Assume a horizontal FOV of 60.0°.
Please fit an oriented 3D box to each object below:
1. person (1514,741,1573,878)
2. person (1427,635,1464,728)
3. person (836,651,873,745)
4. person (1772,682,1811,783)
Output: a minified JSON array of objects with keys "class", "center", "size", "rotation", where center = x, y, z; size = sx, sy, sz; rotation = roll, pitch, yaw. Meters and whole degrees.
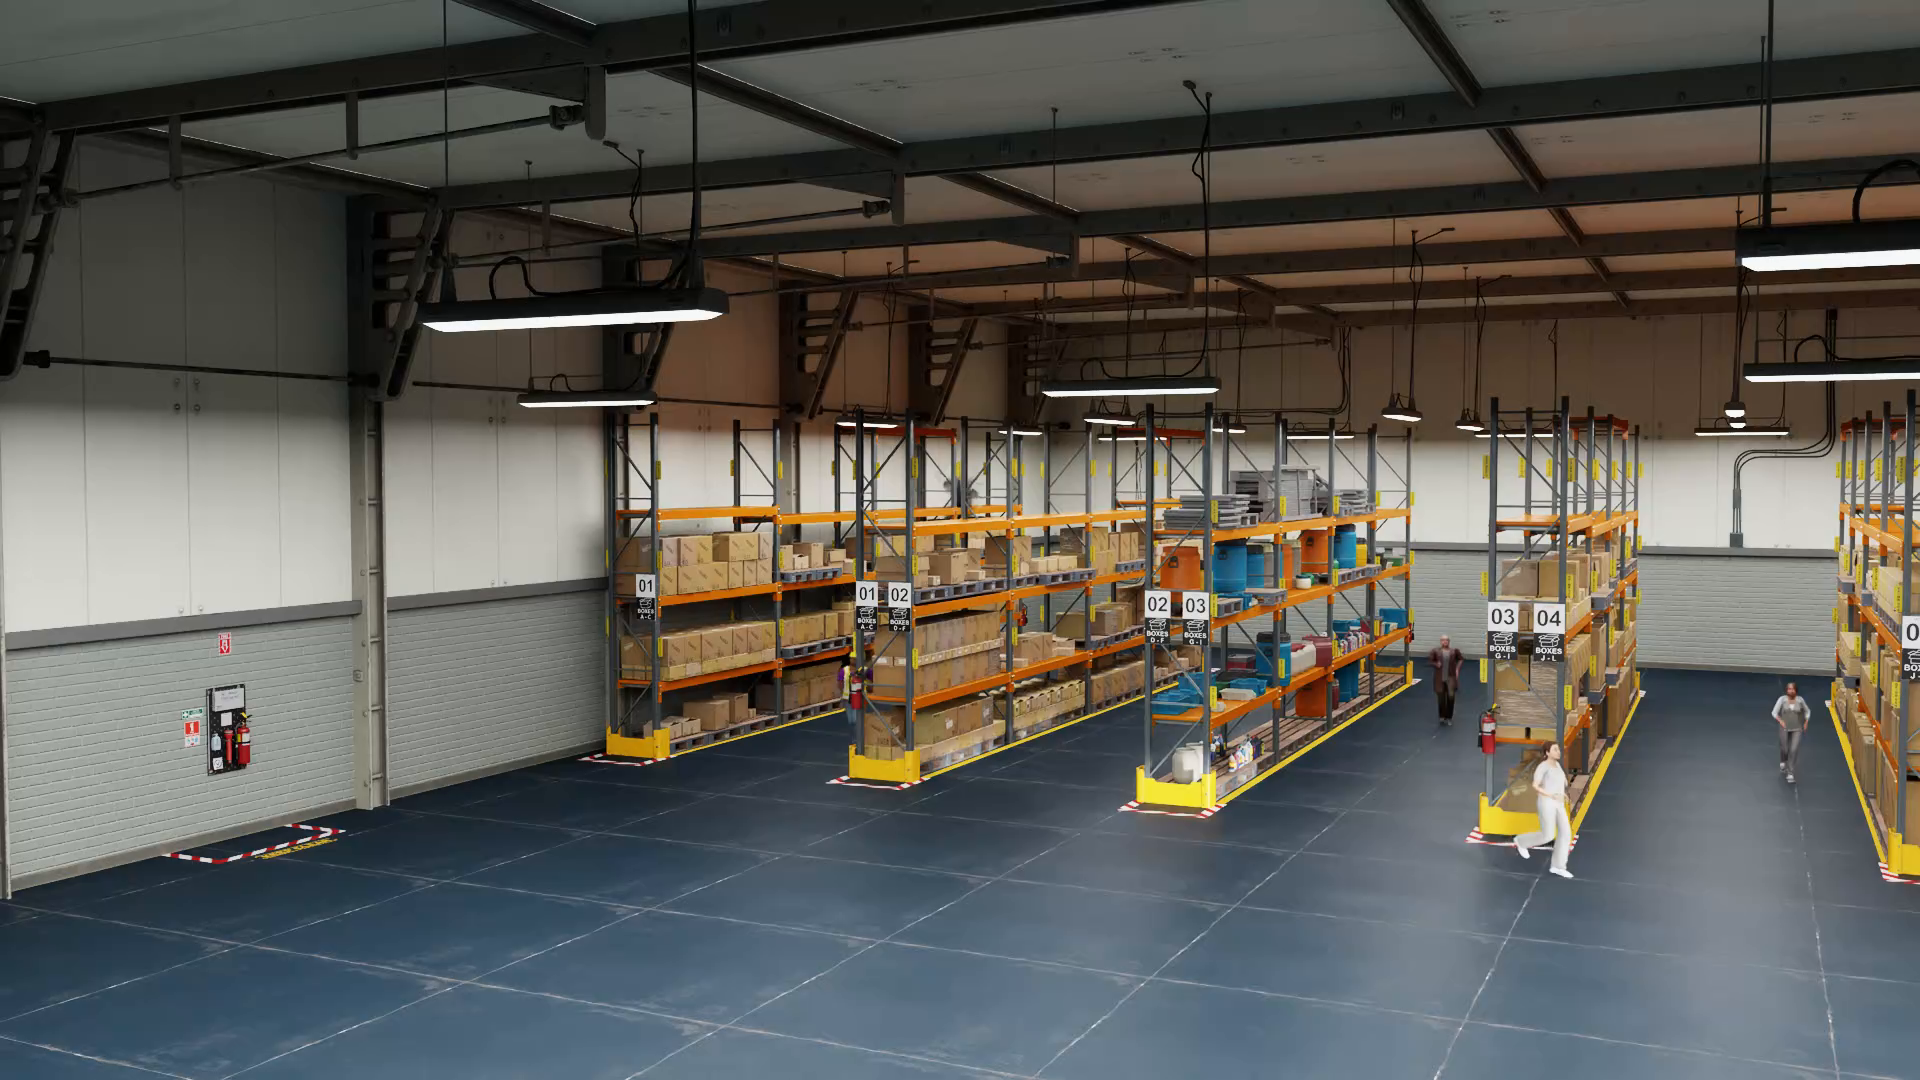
[{"class":"person","center":[7.321,3.318,20.709],"size":[0.570,1.660,0.827],"rotation":[-2,3,-34]},{"class":"person","center":[9.484,2.758,32.487],"size":[0.688,1.814,0.754],"rotation":[1,2,16]},{"class":"person","center":[-1.881,2.878,29.614],"size":[0.673,1.812,0.706],"rotation":[1,2,16]},{"class":"person","center":[13.447,3.089,26.902],"size":[0.566,1.594,0.681],"rotation":[1,3,23]}]
